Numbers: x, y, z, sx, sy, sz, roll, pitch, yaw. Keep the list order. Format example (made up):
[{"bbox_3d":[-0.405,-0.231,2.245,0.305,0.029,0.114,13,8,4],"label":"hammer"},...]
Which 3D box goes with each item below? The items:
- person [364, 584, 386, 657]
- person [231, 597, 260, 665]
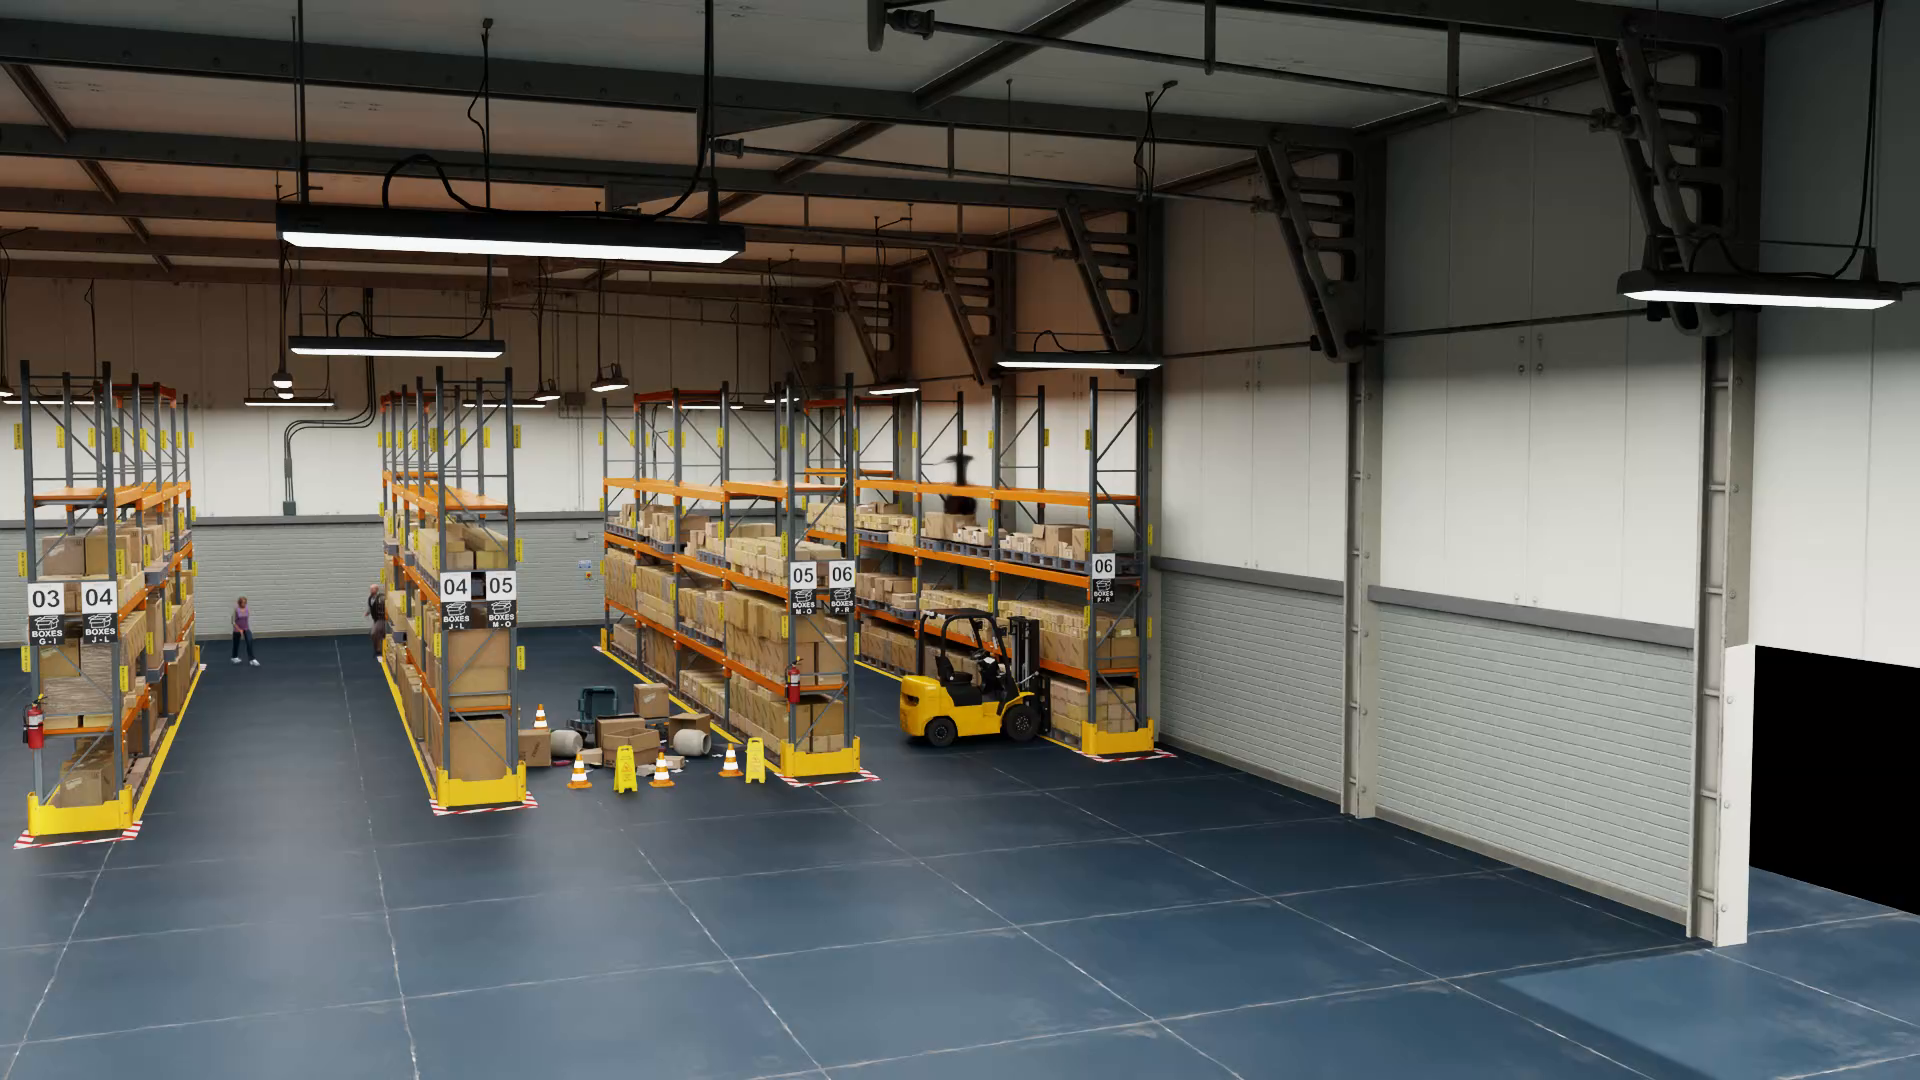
[{"bbox_3d":[-13.415,1.868,38.561,0.634,1.724,0.871,3,4,39],"label":"person"},{"bbox_3d":[-15.932,1.997,36.895,0.490,1.517,0.980,-3,4,-37],"label":"person"}]
